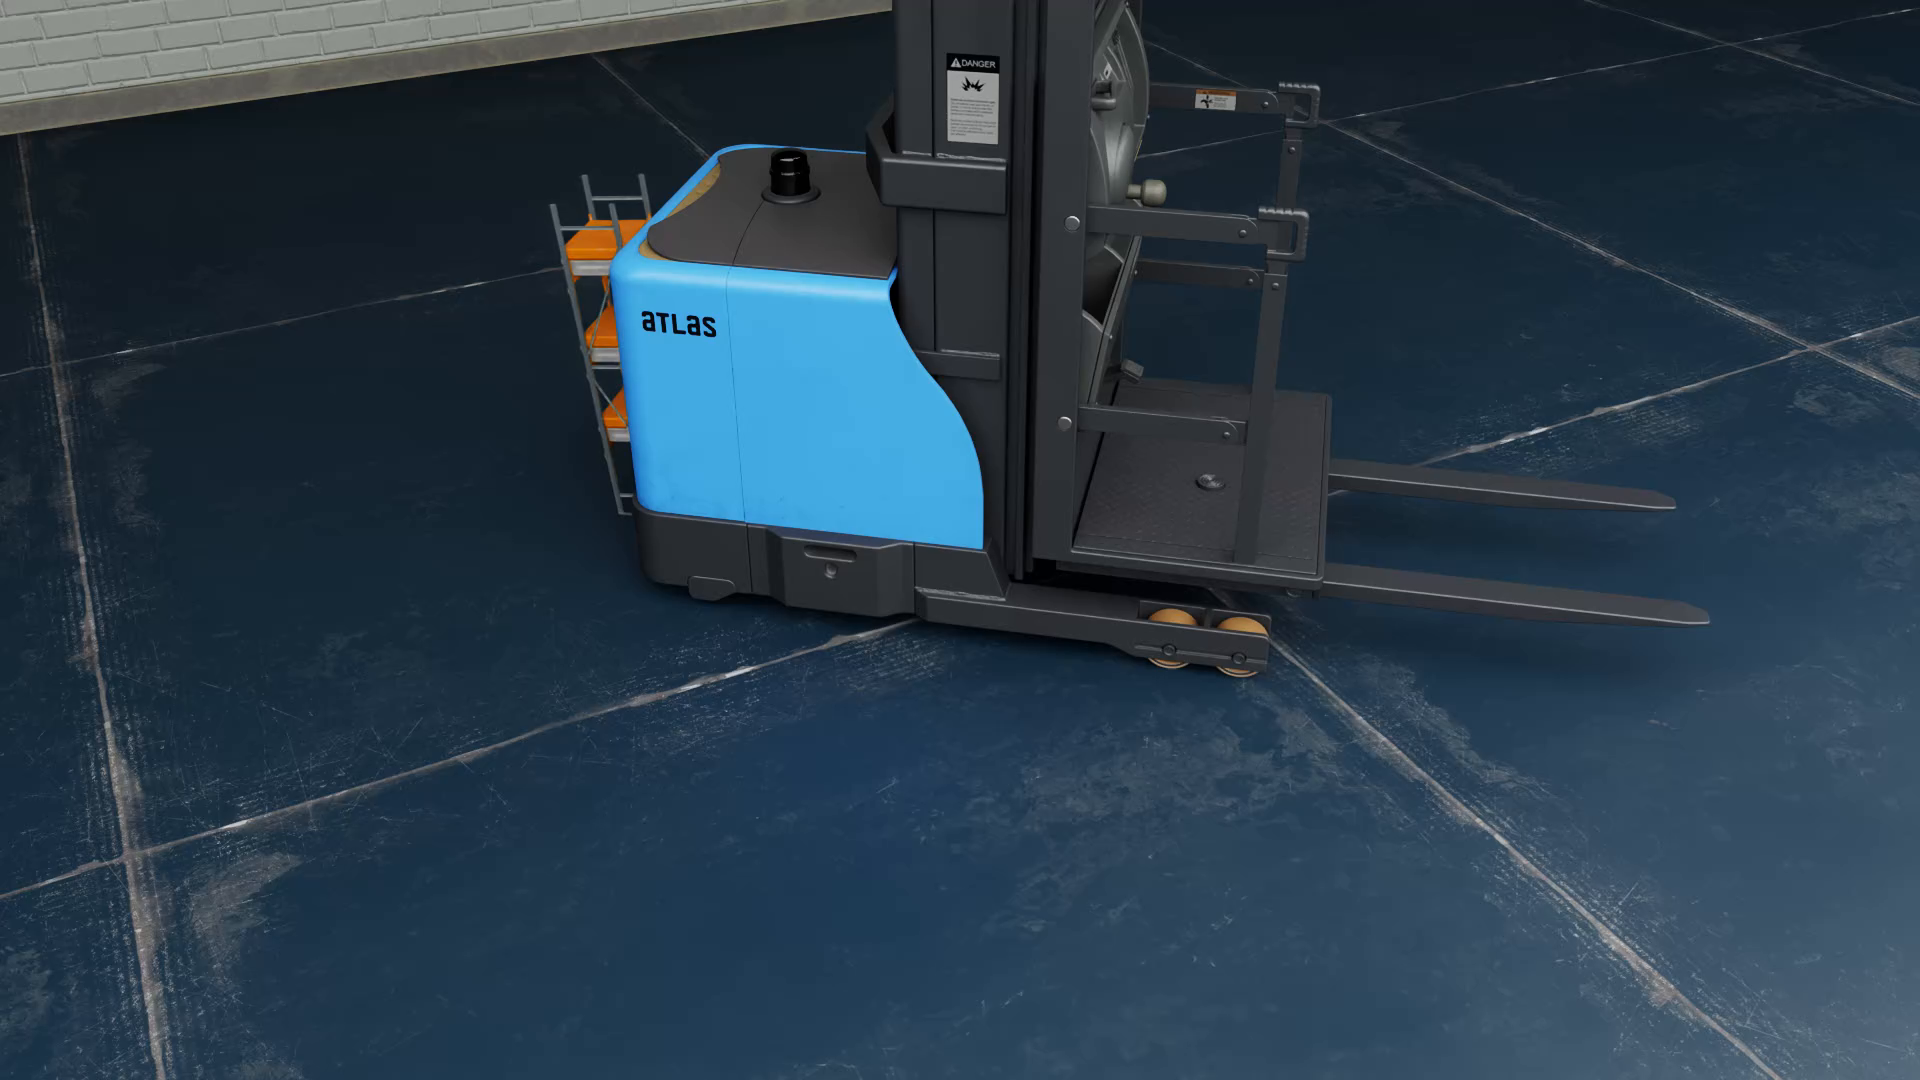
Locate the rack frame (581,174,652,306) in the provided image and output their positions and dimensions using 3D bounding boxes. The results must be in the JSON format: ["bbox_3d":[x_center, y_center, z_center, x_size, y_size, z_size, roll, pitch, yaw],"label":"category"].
[{"bbox_3d":[-1.002,-0.654,5.283,0.200,1.050,0.008,2,32,12],"label":"rack frame"}]

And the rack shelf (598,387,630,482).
[{"bbox_3d":[-1.001,-0.345,5.333,0.215,0.259,0.240,2,32,12],"label":"rack shelf"}]

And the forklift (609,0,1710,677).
[{"bbox_3d":[0.611,-1.165,4.351,3.031,2.935,1.130,6,33,10],"label":"forklift"}]

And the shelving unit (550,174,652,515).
[{"bbox_3d":[-1.025,-0.590,5.182,0.215,1.050,0.252,2,32,12],"label":"shelving unit"}]

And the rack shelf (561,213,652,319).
[{"bbox_3d":[-1.048,-0.822,5.039,0.215,0.259,0.240,2,32,12],"label":"rack shelf"}]

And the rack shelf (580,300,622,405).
[{"bbox_3d":[-1.024,-0.581,5.188,0.215,0.259,0.240,2,32,12],"label":"rack shelf"}]

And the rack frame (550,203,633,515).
[{"bbox_3d":[-1.048,-0.525,5.081,0.200,1.050,0.008,2,32,12],"label":"rack frame"}]
